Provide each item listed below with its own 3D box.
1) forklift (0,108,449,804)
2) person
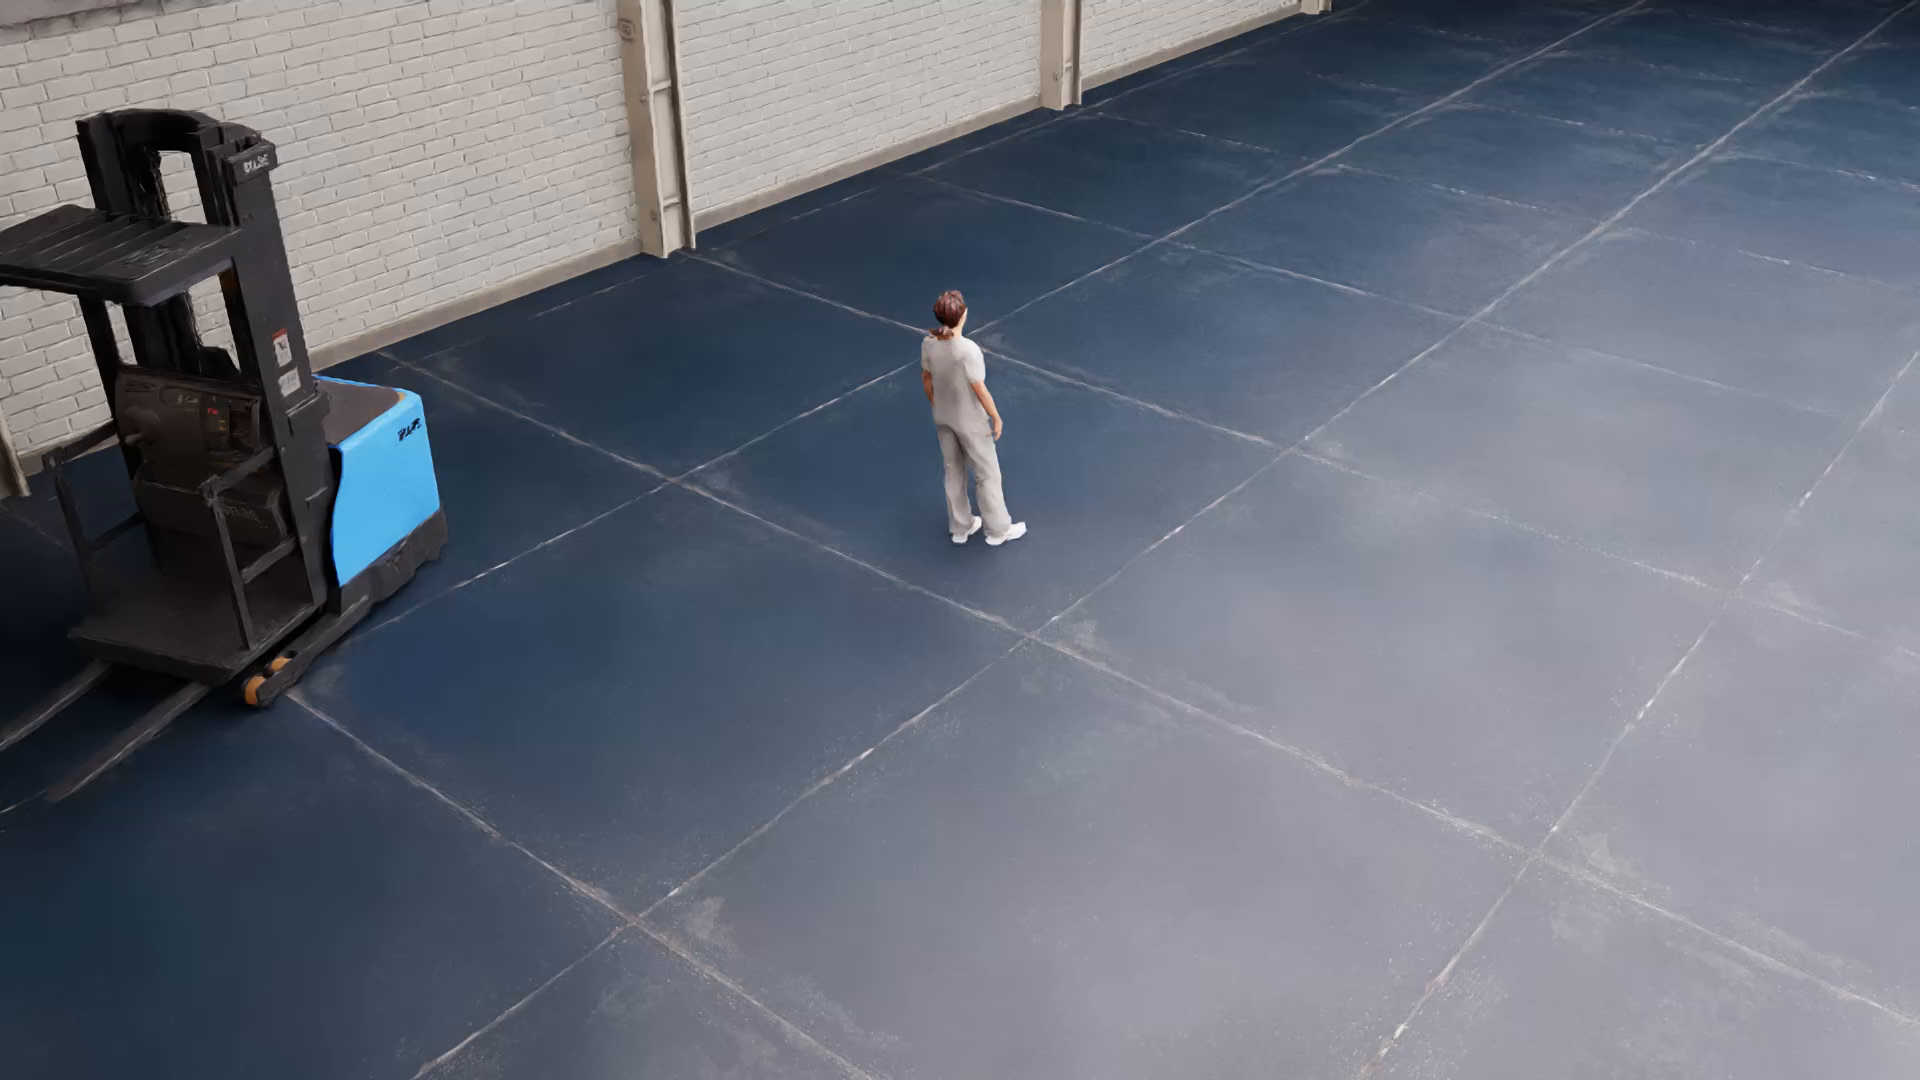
[{"bbox_3d":[-4.143,-0.597,8.616,1.130,2.935,3.031,10,32,16],"label":"forklift"},{"bbox_3d":[0.057,-0.750,10.119,0.550,1.664,0.548,22,37,33],"label":"person"}]
